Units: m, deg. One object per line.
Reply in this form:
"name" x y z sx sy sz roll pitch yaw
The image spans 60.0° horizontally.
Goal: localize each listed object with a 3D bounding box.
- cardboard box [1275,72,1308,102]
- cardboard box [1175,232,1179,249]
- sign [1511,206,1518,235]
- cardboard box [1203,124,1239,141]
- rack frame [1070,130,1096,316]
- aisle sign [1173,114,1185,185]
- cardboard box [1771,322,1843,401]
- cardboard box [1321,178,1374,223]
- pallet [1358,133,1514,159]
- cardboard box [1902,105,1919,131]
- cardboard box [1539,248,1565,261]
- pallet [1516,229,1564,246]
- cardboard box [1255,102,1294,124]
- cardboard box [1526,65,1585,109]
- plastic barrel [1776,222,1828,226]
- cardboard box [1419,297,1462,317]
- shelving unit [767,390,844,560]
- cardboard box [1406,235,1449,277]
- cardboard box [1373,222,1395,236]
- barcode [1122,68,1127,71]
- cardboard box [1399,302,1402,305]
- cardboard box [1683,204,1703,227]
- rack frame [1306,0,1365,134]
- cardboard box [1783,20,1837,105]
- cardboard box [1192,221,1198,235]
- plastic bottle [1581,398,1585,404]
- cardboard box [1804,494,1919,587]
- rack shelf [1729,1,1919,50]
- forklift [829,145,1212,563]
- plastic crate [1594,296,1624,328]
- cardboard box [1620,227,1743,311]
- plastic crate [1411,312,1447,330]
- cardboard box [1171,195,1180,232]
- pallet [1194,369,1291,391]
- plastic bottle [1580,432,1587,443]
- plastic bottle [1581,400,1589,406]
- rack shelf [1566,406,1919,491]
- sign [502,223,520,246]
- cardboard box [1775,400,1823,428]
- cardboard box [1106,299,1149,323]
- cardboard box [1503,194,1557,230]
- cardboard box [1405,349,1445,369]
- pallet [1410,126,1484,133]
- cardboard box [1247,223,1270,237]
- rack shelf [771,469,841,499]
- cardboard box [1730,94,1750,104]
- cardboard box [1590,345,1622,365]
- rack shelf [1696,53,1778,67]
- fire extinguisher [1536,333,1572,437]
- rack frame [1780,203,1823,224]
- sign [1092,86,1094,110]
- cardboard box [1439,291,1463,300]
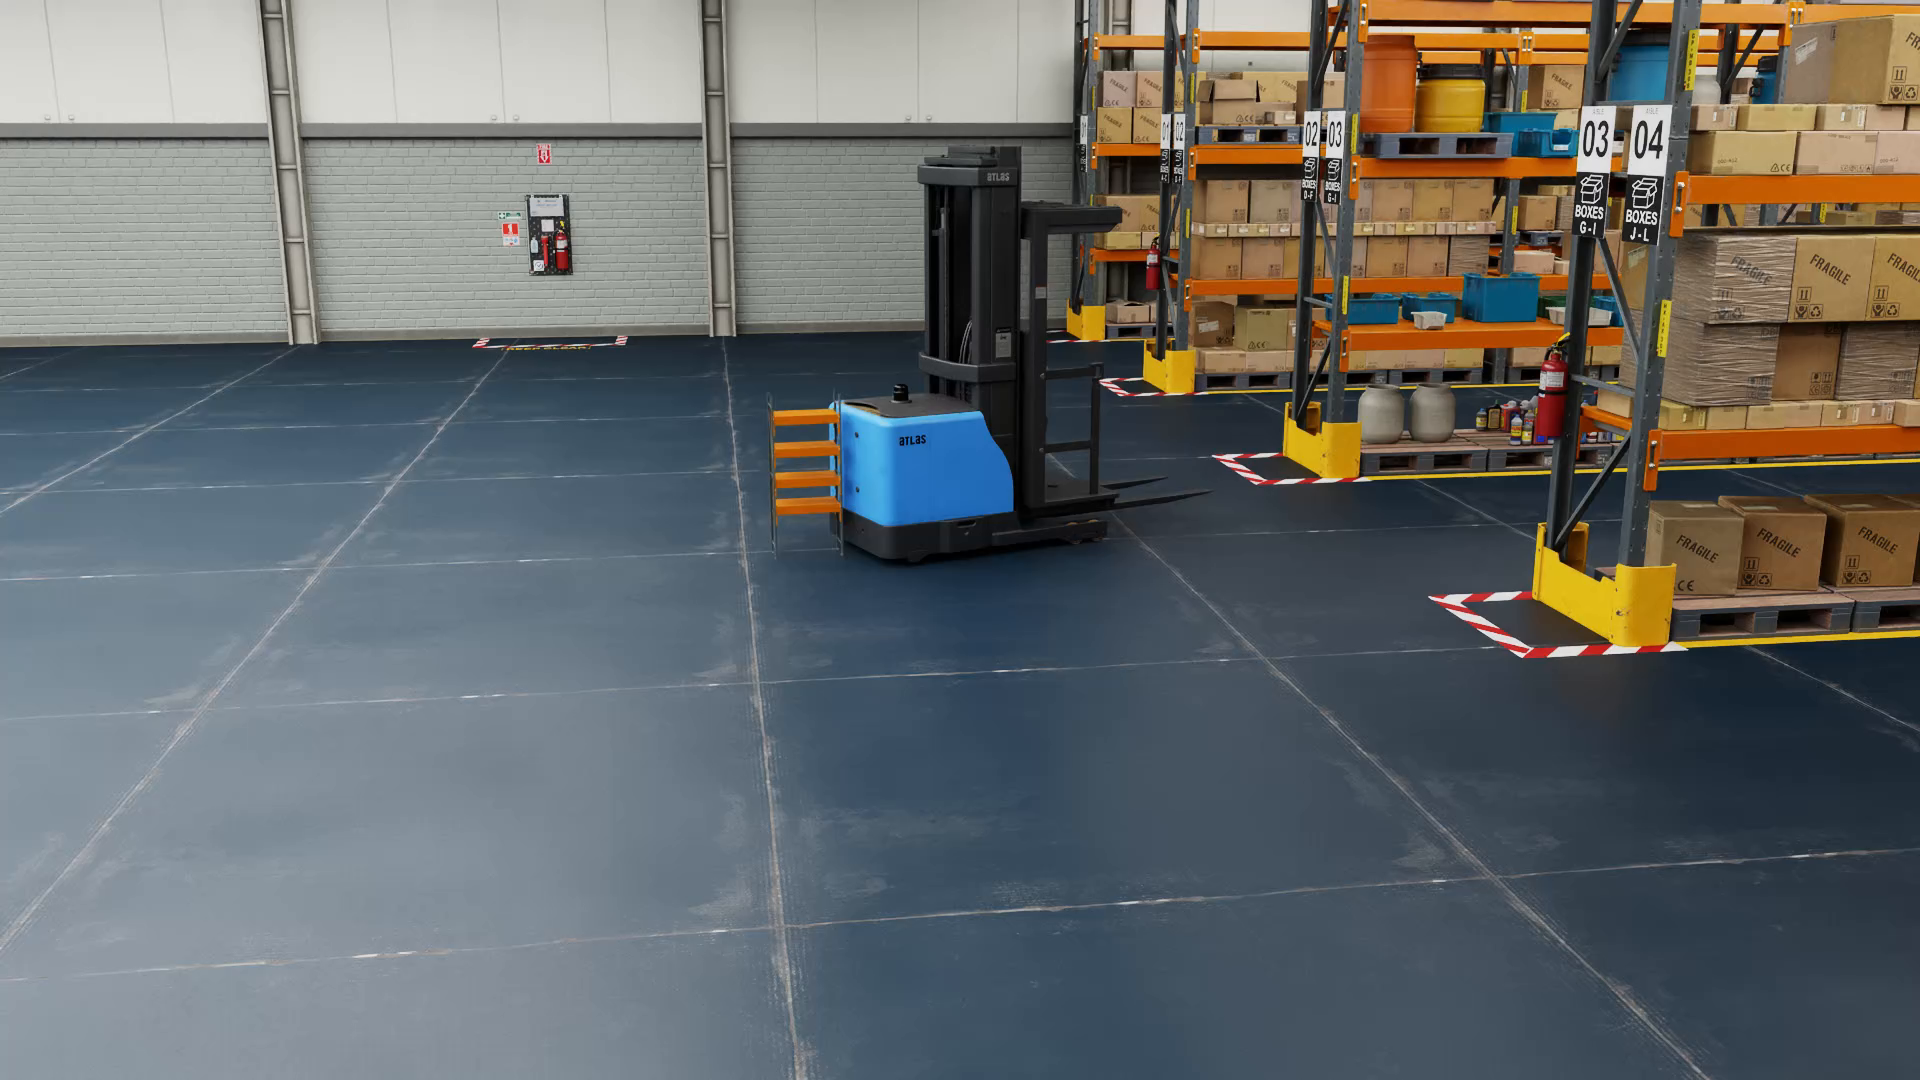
"cardboard box" 4.765 -6.556 24.228 0.500 0.500 0.500 -1 14 -5
"cardboard box" 3.353 -4.436 24.512 0.500 0.250 0.500 -2 14 -9
"sign" 6.589 -3.797 19.754 0.005 0.325 0.100 -2 14 -8
"cardboard box" 3.751 -6.039 24.223 0.500 0.500 0.500 -1 14 -5
"rack frame" 1.808 -4.519 24.574 0.127 3.000 1.000 -2 14 -8
"aisle sign" 2.530 -4.512 19.203 0.004 0.787 0.394 -2 14 -8
"cardboard box" 5.046 -1.197 10.513 0.500 0.500 0.875 -2 14 -8
"cardboard box" 4.578 -4.078 19.943 0.500 0.500 0.700 -2 14 -8
"pallet" 4.116 -3.506 14.755 1.213 0.211 1.003 -2 14 -8
"cardboard box" 5.619 -2.513 9.899 0.250 0.149 0.380 -3 14 -11
"cardboard box" 7.347 -3.483 20.720 0.258 0.266 0.396 -2 14 -10
"pallet" 9.029 -4.664 25.548 1.003 0.211 1.213 -2 14 -8
"cardboard box" 3.649 -5.086 19.828 0.500 0.250 0.500 -2 14 -8
"cardboard box" 7.120 -5.435 19.963 0.500 0.500 0.500 -2 14 -8
"plastic barrel" 7.666 -2.465 15.354 0.708 0.901 0.600 -2 14 -8
"cardboard box" 5.999 -2.765 20.826 0.500 0.500 0.500 -2 14 -8
"shelving unit" -1.130 -0.479 12.165 0.503 1.200 0.258 -3 14 -13
"cardboard box" 5.546 -3.483 20.236 0.500 0.500 0.700 -2 14 -9
"cardboard box" 5.012 -3.728 19.883 0.250 0.149 0.380 -2 14 -7
"barcode" 2.435 -6.944 24.584 0.075 0.075 0.001 -2 14 -8
"cardboard box" 5.582 -2.621 20.255 0.500 0.500 0.500 -2 14 -8
"cardboard box" 11.247 -5.002 25.641 0.500 0.500 0.500 -2 14 -9
"rack frame" 3.283 -5.046 14.342 0.127 3.000 1.000 -2 14 -8
"cardboard box" 5.516 -2.952 10.314 0.500 0.500 0.500 -2 14 -8
"cardboard box" 2.899 -3.750 19.970 0.250 0.149 0.380 -2 14 -9
"plastic bottle" 6.023 -1.244 16.197 0.133 0.283 0.061 -1 14 -6
"cardboard box" 5.849 -0.002 10.840 0.500 0.500 0.500 -1 14 -3
"rack shelf" 9.217 -4.720 15.345 4.000 0.370 1.077 -2 14 -8
"forklift" 0.546 -1.495 12.656 3.031 2.935 1.130 -8 16 -28
"plastic crate" 6.185 -2.103 15.247 0.616 0.251 0.499 -2 14 -8
"cardboard box" 4.528 -1.701 10.467 0.500 0.500 0.500 -2 14 -8
"plastic crate" 4.216 -1.963 14.924 0.250 0.136 0.298 -2 14 -8
"cardboard box" 3.326 -4.797 24.409 0.500 0.500 0.500 -3 14 -10
"pallet" 3.299 -2.013 20.313 1.213 0.211 1.003 -2 14 -8
"plastic bottle" 5.761 -1.040 15.406 0.097 0.271 0.097 0 14 0
"plastic bottle" 6.052 -1.220 16.125 0.097 0.271 0.097 0 14 0
"rack shelf" 5.999 -0.668 10.697 4.000 0.370 1.077 -2 14 -8
"sign" -6.574 -4.476 24.332 0.234 0.329 0.001 -2 14 -8
"cardboard box" 5.082 -0.799 10.259 0.250 0.149 0.380 -2 14 -8
"cardboard box" 2.505 -3.431 24.861 0.500 0.311 0.500 -4 15 -15
"cardboard box" 8.706 -5.024 25.480 0.500 0.500 0.700 -3 14 -14
"cardboard box" 5.583 -2.257 20.345 0.500 0.250 0.500 -2 14 -8
"pallet" 5.665 -4.847 19.899 1.213 0.211 1.003 -2 14 -8
"cardboard box" 3.477 -3.672 19.657 0.250 0.149 0.380 -2 14 -8
"rack shelf" -1.130 -0.414 12.181 0.480 0.148 0.258 -3 14 -13
"cardboard box" 11.741 -6.627 25.702 0.500 0.500 0.700 -2 14 -8
"cardboard box" 7.958 -2.335 20.655 0.500 0.250 0.500 -3 14 -10
"rack shelf" 11.696 -7.248 25.425 4.000 0.370 1.077 -2 14 -8
"fire extinguisher" 3.839 -1.013 10.756 0.183 0.674 0.296 -2 14 -8
"rack frame" 10.460 -3.617 20.979 0.127 3.000 1.000 -2 14 -8
"sign" 1.889 -6.267 23.582 0.005 0.325 0.100 -2 14 -8
"cardboard box" 7.502 -3.735 25.682 0.500 0.500 0.700 -2 14 -8
